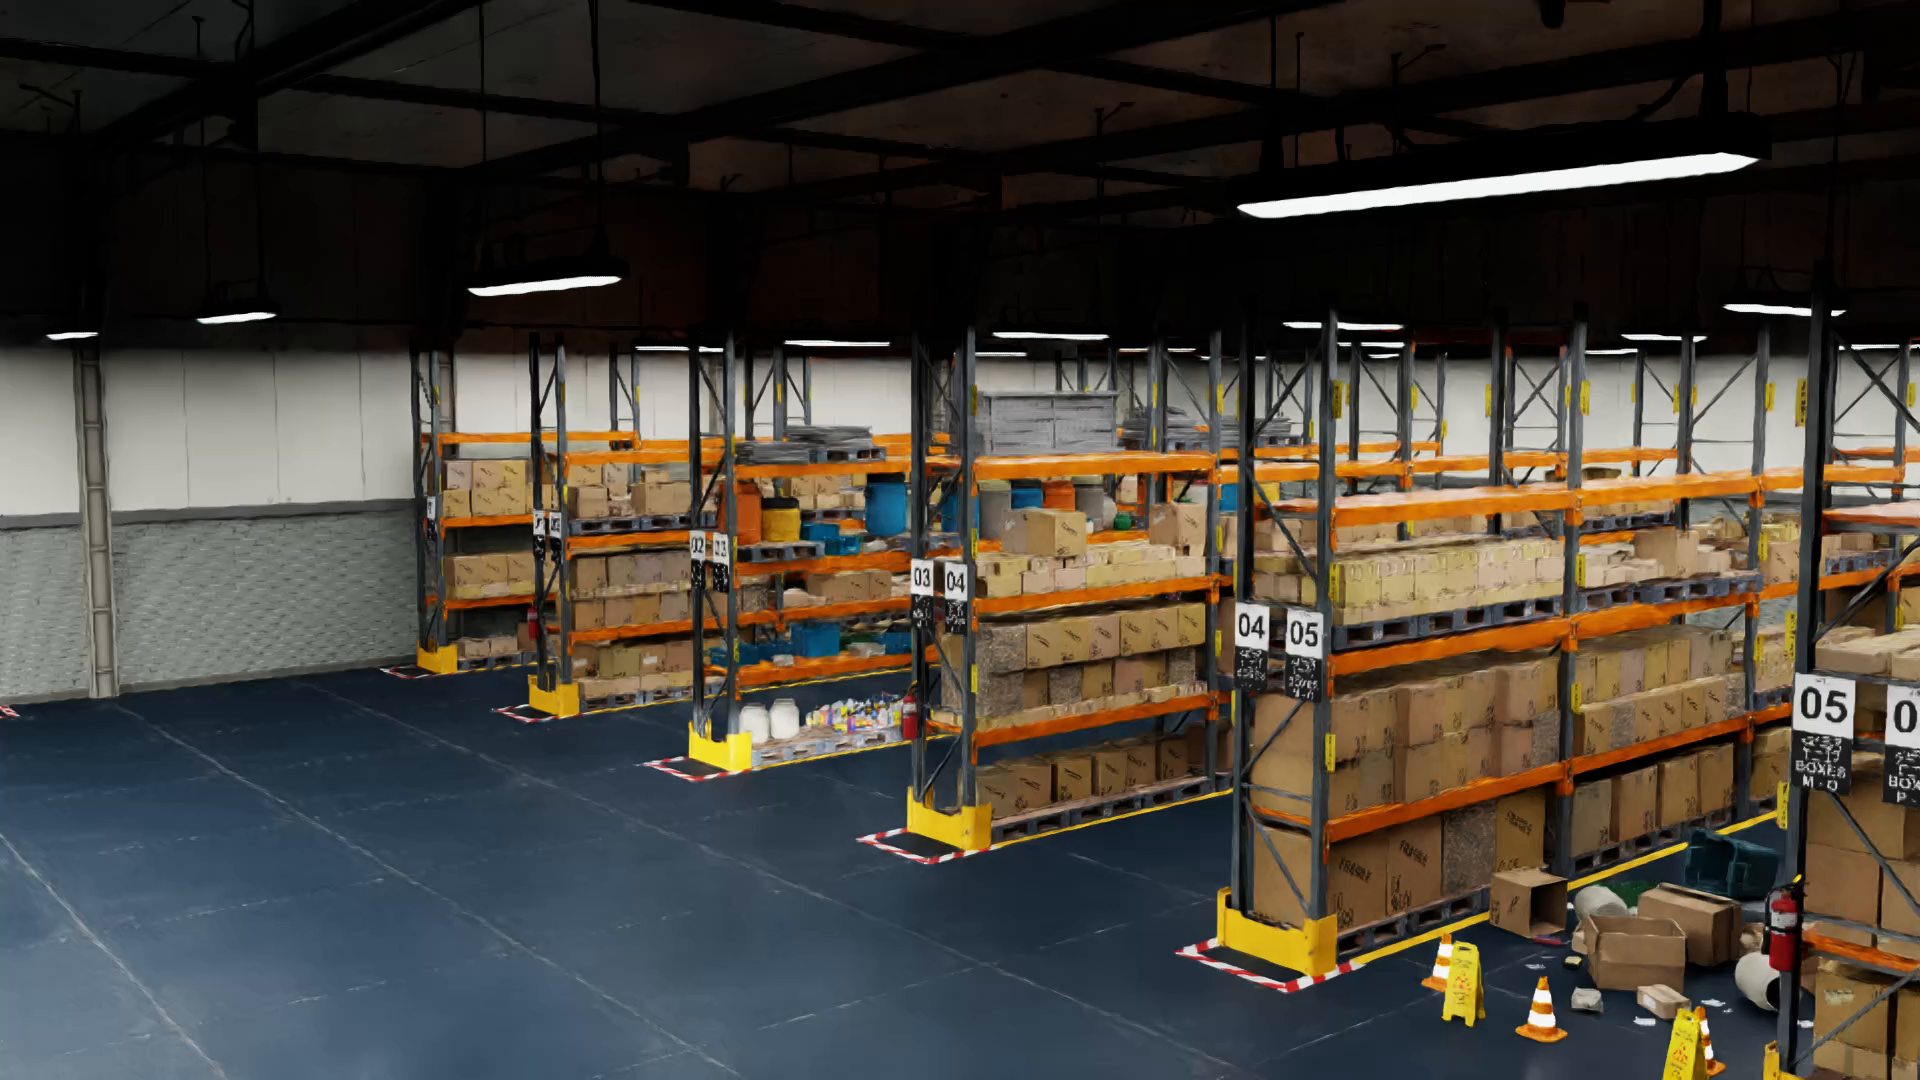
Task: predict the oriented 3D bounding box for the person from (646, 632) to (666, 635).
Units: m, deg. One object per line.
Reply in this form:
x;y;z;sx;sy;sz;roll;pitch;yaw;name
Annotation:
-5.442;1.612;29.907;0.517;1.596;0.625;-5;7;-42;person
